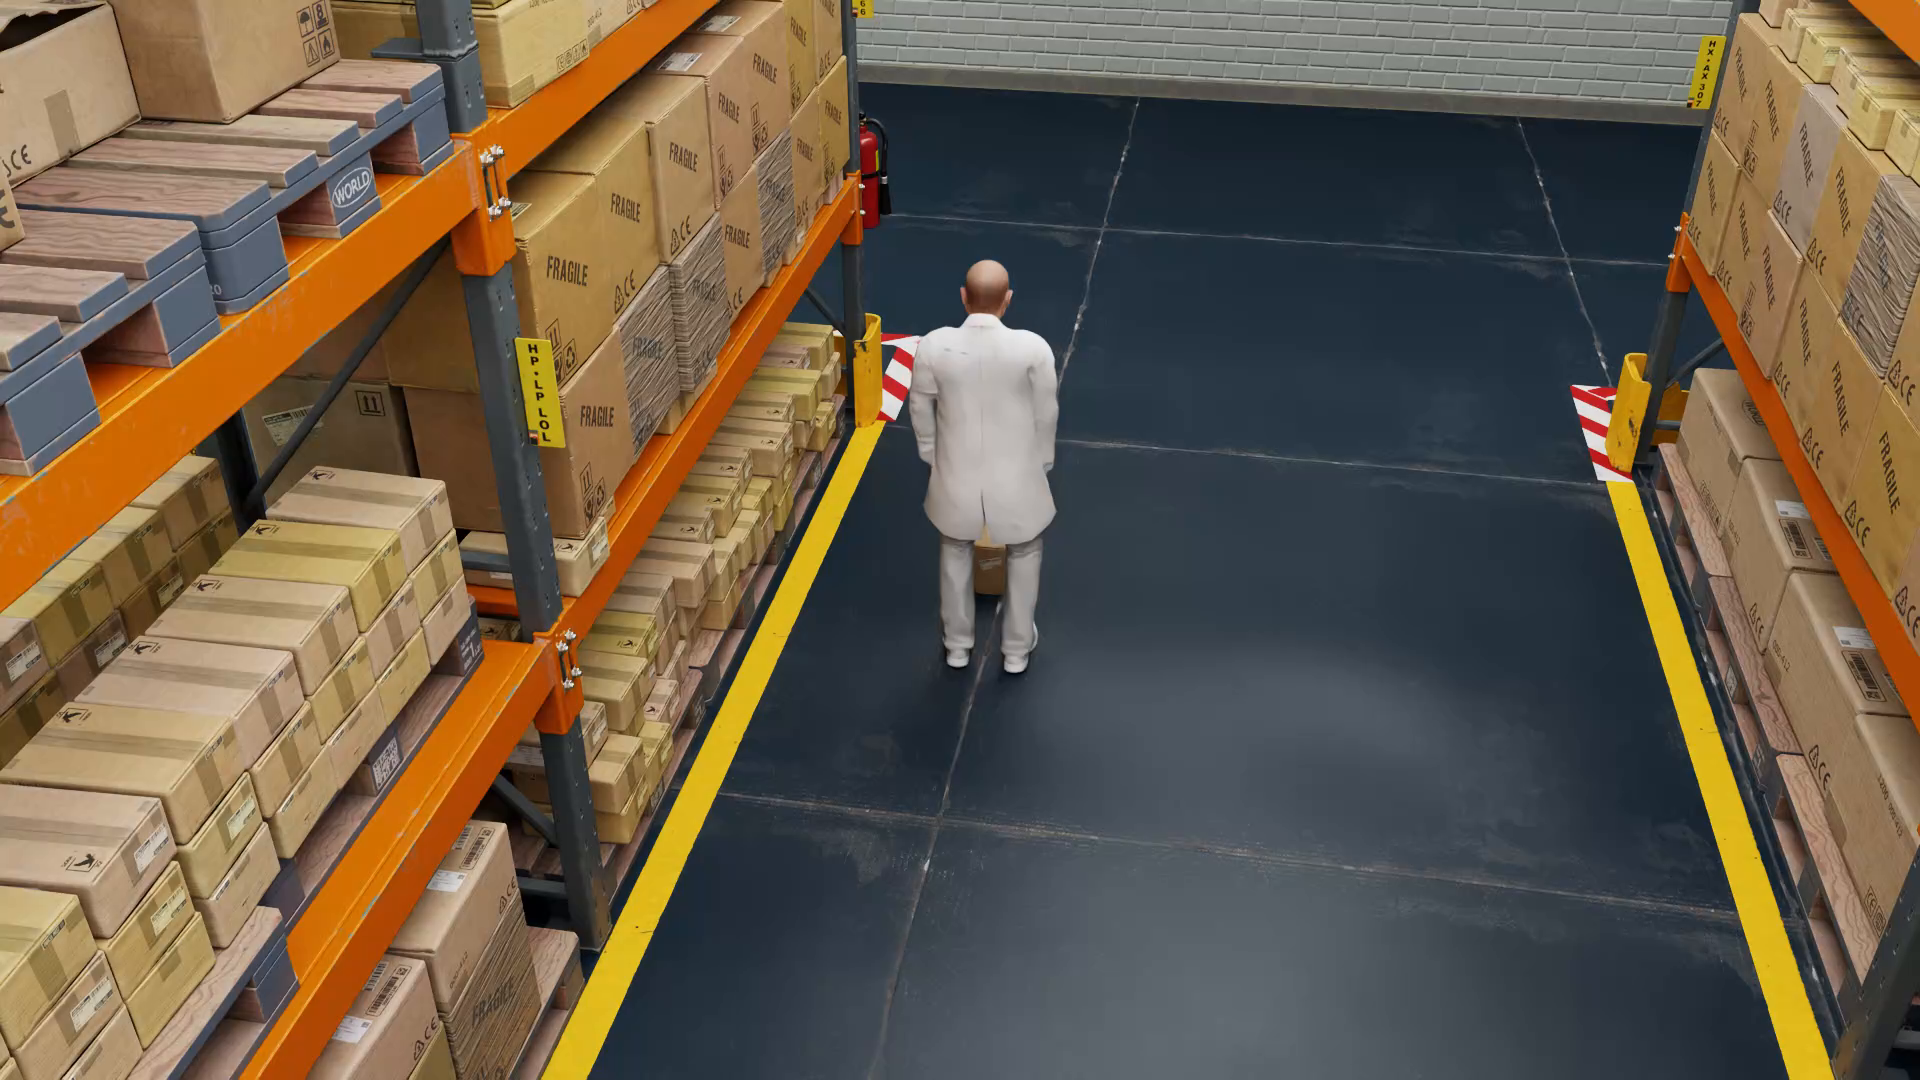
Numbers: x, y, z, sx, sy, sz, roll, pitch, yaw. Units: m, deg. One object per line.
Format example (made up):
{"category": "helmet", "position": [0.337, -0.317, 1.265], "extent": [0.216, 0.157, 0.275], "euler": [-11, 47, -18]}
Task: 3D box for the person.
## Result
{"category": "person", "position": [0.093, -0.269, 6.648], "extent": [0.591, 1.719, 0.425], "euler": [5, 32, 9]}
